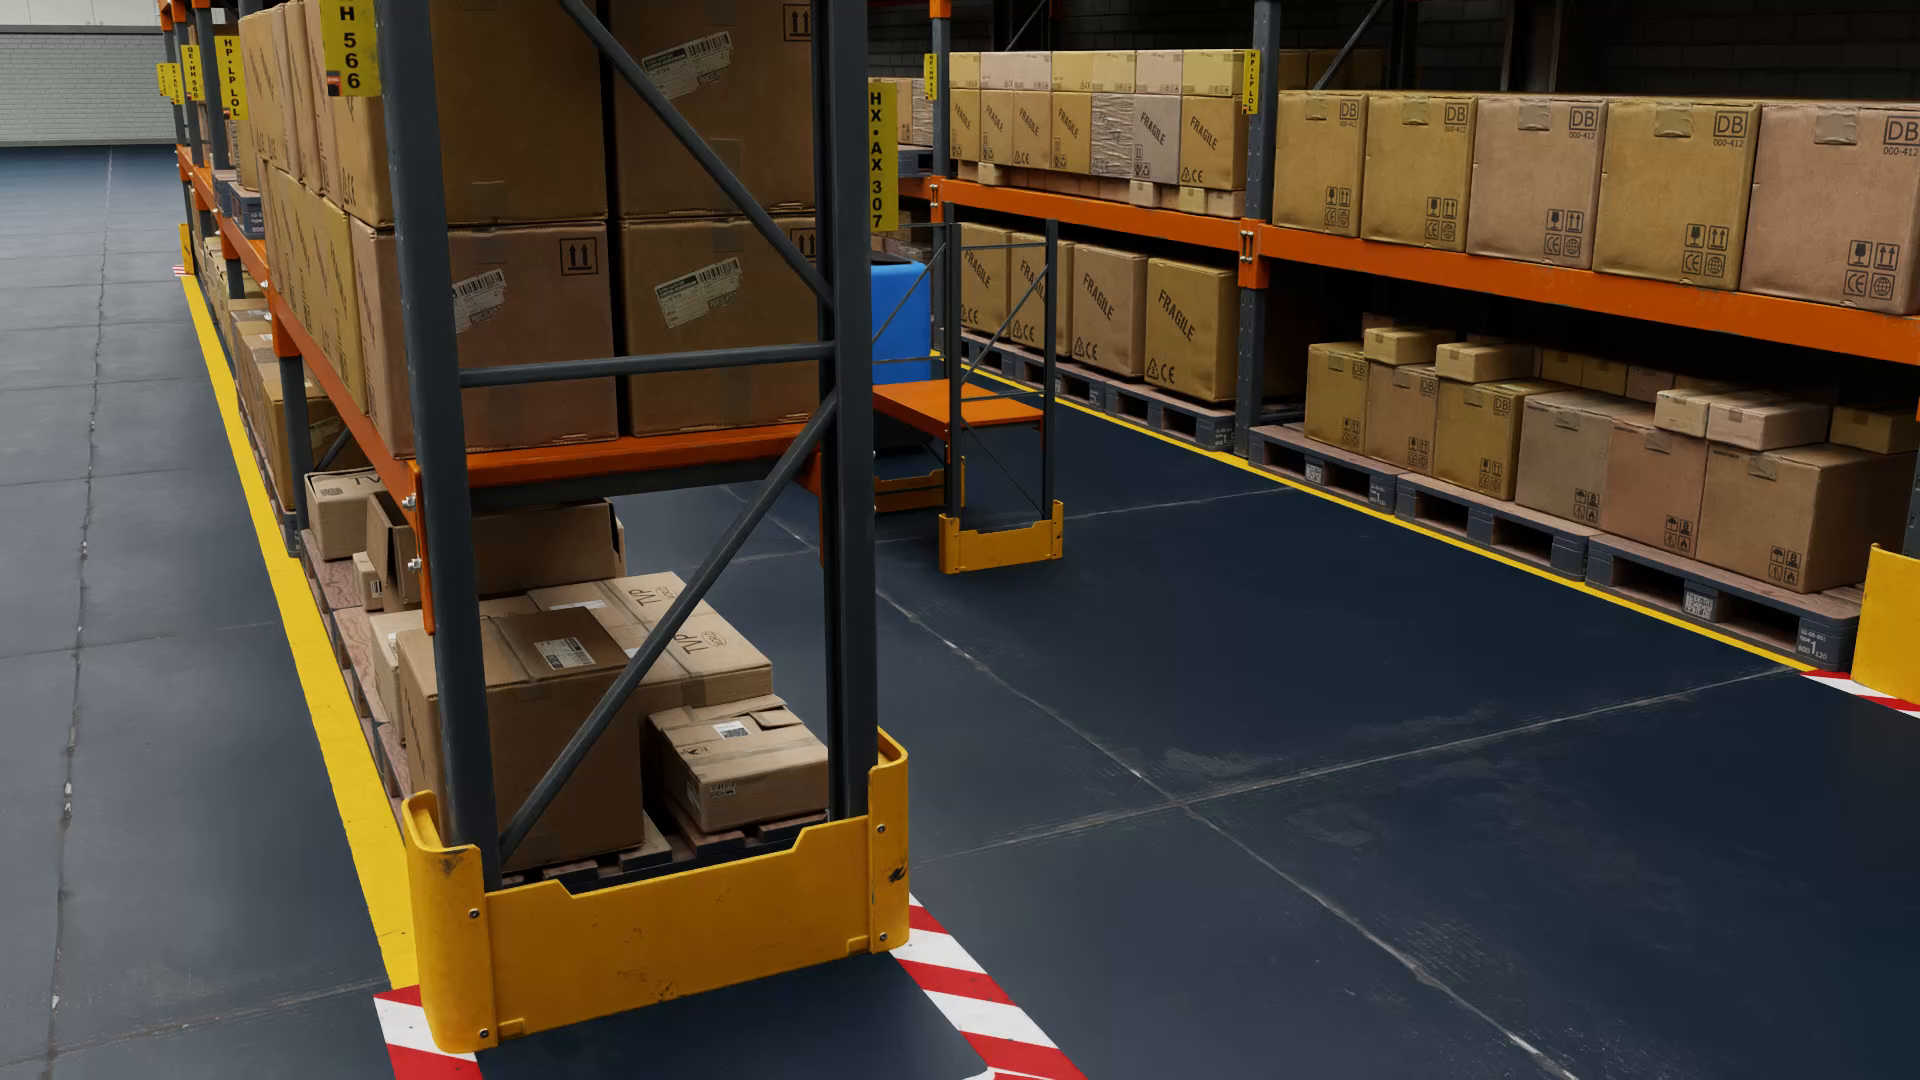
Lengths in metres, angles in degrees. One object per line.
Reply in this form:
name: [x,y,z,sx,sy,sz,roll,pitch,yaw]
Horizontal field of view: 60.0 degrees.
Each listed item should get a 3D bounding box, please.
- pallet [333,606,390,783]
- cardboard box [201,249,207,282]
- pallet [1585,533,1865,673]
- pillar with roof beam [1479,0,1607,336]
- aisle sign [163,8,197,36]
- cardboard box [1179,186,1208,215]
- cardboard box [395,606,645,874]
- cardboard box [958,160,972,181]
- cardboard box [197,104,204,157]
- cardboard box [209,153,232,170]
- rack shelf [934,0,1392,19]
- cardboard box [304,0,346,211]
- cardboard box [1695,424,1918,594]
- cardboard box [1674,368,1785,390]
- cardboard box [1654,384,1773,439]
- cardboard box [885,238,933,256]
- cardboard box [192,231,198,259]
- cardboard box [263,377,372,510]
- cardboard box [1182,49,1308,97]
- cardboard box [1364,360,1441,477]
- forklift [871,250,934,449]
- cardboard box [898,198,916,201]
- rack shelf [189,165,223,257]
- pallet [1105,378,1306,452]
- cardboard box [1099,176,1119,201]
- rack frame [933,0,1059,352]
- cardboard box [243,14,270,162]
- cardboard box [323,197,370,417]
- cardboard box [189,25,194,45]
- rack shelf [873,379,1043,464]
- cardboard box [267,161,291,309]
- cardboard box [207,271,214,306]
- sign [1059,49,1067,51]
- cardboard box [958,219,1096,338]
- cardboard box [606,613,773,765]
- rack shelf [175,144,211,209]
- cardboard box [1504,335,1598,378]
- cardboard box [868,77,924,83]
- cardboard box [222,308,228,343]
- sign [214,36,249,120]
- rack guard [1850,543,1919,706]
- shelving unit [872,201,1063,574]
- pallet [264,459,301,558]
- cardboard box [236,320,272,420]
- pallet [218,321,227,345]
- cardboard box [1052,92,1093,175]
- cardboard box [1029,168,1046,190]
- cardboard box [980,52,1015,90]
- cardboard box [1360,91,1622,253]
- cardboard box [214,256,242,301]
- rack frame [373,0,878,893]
pallet: [-1.588,0.446,5.816,1.003,0.211,1.213,-8,18,-25]
cardboard box: [-6.773,-2.568,15.485,0.500,0.250,0.500,-8,18,-25]
pallet: [3.357,0.176,6.756,1.003,0.211,1.213,-8,18,-25]
pillar with roof beam: [-0.761,-4.262,6.289,9.100,9.000,0.400,-8,18,-25]
aisle sign: [-7.988,-5.573,17.019,0.394,0.787,0.004,-8,18,-25]
cardboard box: [1.491,-1.966,9.583,0.380,0.149,0.250,-7,18,-24]
cardboard box: [-1.134,0.509,4.275,0.500,0.500,0.500,-8,18,-25]
cardboard box: [0.209,-2.739,12.276,0.380,0.149,0.250,-8,18,-26]
cardboard box: [-6.584,-3.764,15.248,0.700,0.500,0.500,-7,18,-24]
cardboard box: [-5.727,-2.987,13.176,0.380,0.149,0.250,-8,18,-25]
rack shelf: [1.149,-3.560,10.583,1.077,0.370,4.000,-8,18,-25]
cardboard box: [-1.338,-1.107,4.178,0.500,0.500,0.500,-7,17,-23]
cardboard box: [3.381,-0.138,6.563,0.700,0.500,0.500,-8,18,-25]
cardboard box: [3.284,-0.630,7.104,0.380,0.149,0.250,-7,18,-24]
cardboard box: [3.048,-0.523,6.729,0.380,0.149,0.250,-7,17,-23]
cardboard box: [-0.211,-2.284,14.004,0.700,0.500,0.500,-8,18,-25]
cardboard box: [-7.648,-3.064,17.214,0.500,0.250,0.500,-8,18,-25]
cardboard box: [-2.900,-0.466,7.670,0.500,0.500,0.500,-8,18,-25]
cardboard box: [1.590,-2.614,9.305,0.500,0.250,0.500,-7,18,-24]
cardboard box: [2.478,-0.645,8.332,0.700,0.500,0.500,-8,18,-25]
forklift: [-1.190,-2.218,10.165,1.130,2.935,3.031,-7,17,-22]
cardboard box: [-0.715,-2.904,14.807,0.500,0.250,0.500,-8,18,-26]
rack shelf: [-5.055,-2.510,12.364,1.077,0.370,4.000,-8,18,-25]
pallet: [1.619,-0.810,10.189,1.003,0.211,1.213,-8,18,-25]
cardboard box: [1.105,-2.227,10.491,0.380,0.149,0.250,-8,18,-26]
rack frame: [0.273,-2.960,12.626,1.000,3.000,0.127,-8,18,-25]
cardboard box: [-2.246,-1.618,5.958,0.500,0.500,0.500,-8,18,-27]
cardboard box: [-1.345,-0.631,4.330,0.500,0.500,0.500,-7,18,-24]
cardboard box: [-6.354,-4.258,14.617,0.700,0.500,0.500,-8,18,-25]
rack shelf: [-0.037,-0.569,7.667,0.538,0.185,1.000,-8,18,-25]
cardboard box: [-2.221,-1.130,6.071,0.500,0.500,0.500,-7,18,-24]
cardboard box: [-5.977,-2.102,13.862,0.500,0.250,0.500,-8,18,-26]
sign: [0.770,-3.584,12.703,0.100,0.325,0.005,-8,18,-25]
cardboard box: [0.477,-1.930,12.174,0.750,0.750,0.750,-8,18,-26]
cardboard box: [-0.876,0.441,4.964,0.500,0.250,0.500,-8,18,-25]
rack shelf: [-6.807,-3.502,15.820,1.077,0.370,4.000,-8,18,-25]
cardboard box: [2.834,-0.884,7.986,0.380,0.149,0.250,-7,18,-24]
cardboard box: [-0.508,-3.641,14.021,0.700,0.500,0.500,-8,18,-25]
cardboard box: [-5.075,-1.594,12.090,0.500,0.250,0.500,-7,18,-24]
sign: [-2.924,-1.857,6.684,0.100,0.325,0.005,-8,18,-25]
rack guard: [3.788,0.231,6.038,1.175,0.500,0.348,-8,18,-25]
shelving unit: [-0.033,-0.740,7.610,0.587,1.500,1.083,-8,18,-25]
pallet: [-2.817,-0.225,8.152,1.003,0.211,1.213,-8,18,-25]
cardboard box: [-3.787,-0.969,9.422,0.500,0.500,0.500,-8,18,-26]
pallet: [-5.573,-1.834,13.758,1.003,0.211,1.213,-8,18,-25]
cardboard box: [0.928,-2.627,10.709,0.500,0.500,0.500,-7,17,-23]
cardboard box: [0.694,-2.488,11.403,0.380,0.149,0.250,-7,18,-24]
cardboard box: [0.476,-3.244,11.500,0.500,0.250,0.500,-8,18,-26]
cardboard box: [2.563,-1.794,8.020,0.980,0.700,0.700,-8,18,-26]
cardboard box: [-5.299,-1.988,12.447,0.500,0.311,0.500,-7,17,-23]
rack frame: [-0.674,-0.376,3.624,1.000,3.000,0.127,-8,18,-25]
